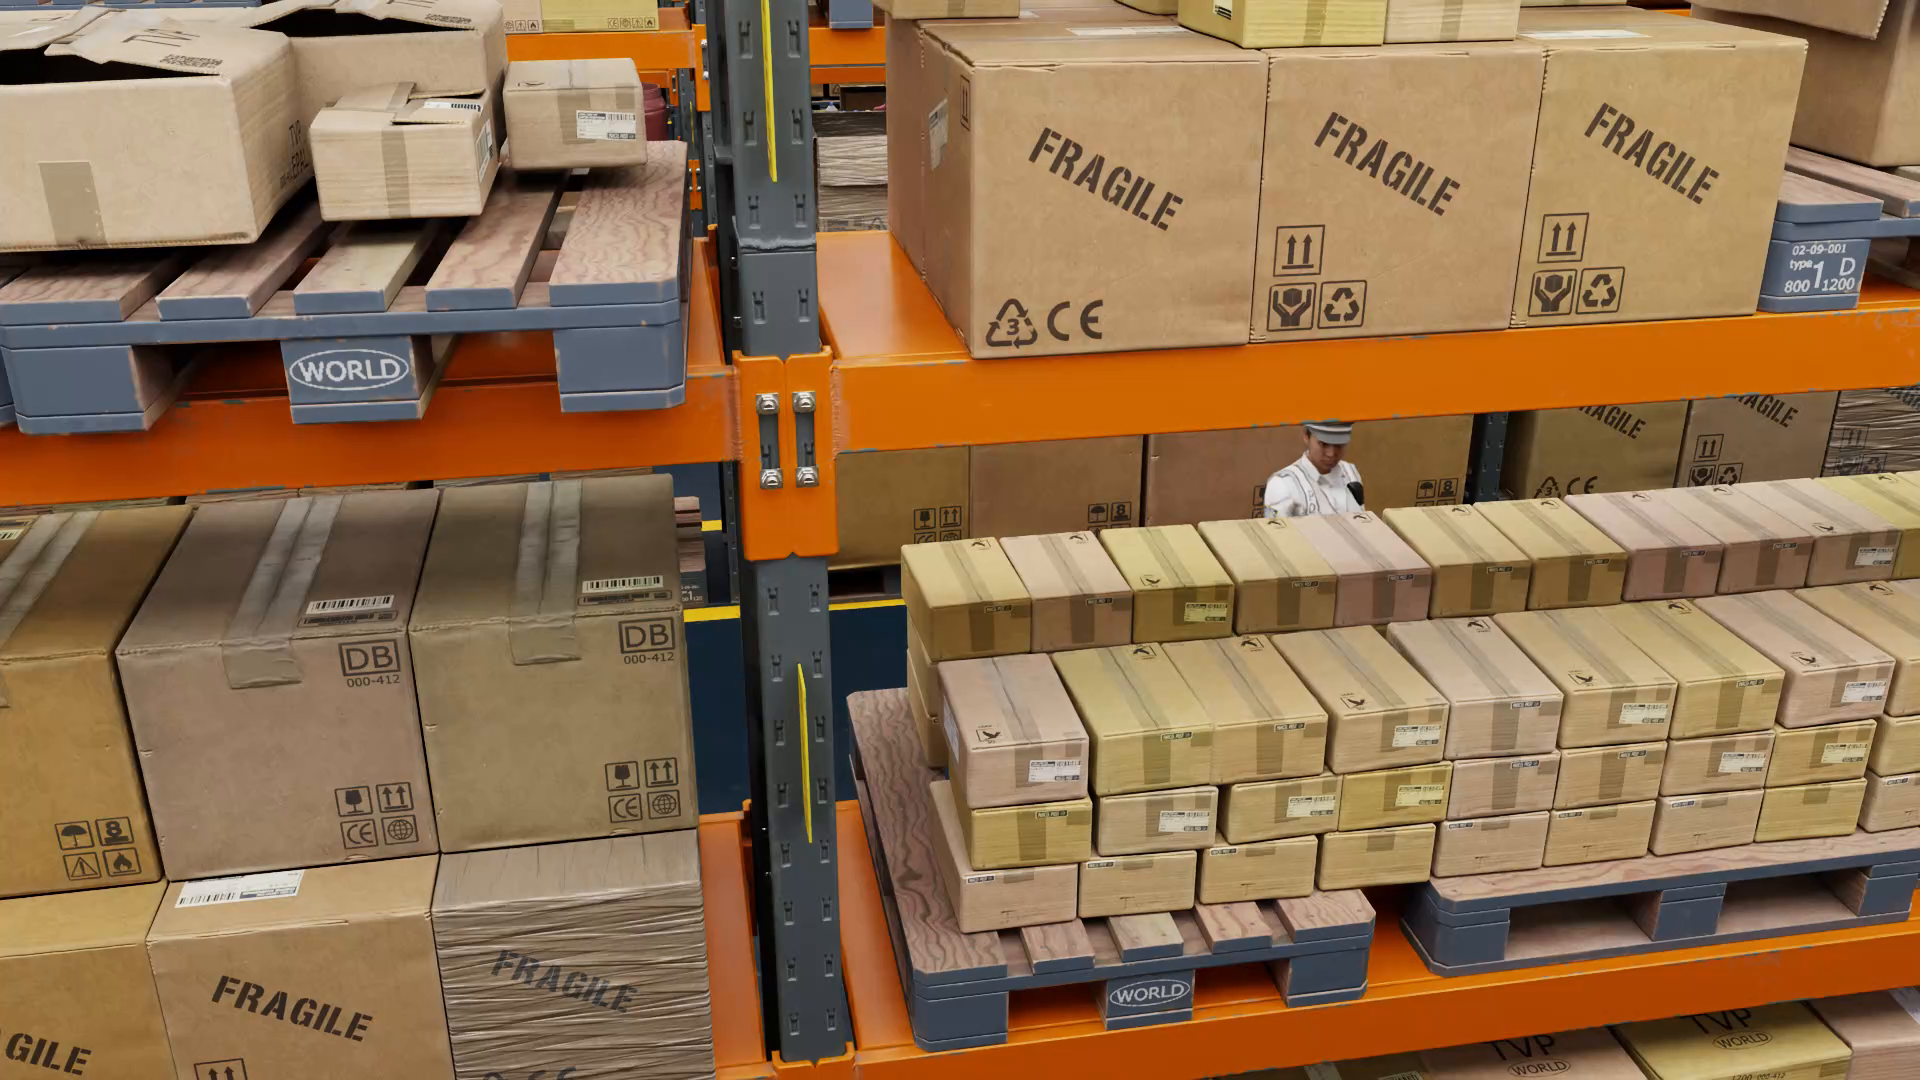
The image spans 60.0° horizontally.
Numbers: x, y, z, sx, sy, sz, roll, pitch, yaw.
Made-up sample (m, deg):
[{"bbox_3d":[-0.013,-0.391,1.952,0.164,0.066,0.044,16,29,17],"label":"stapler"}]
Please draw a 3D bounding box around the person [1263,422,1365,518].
[{"bbox_3d":[1.414,0.257,6.504,0.518,1.645,0.743,-12,26,-25],"label":"person"}]
